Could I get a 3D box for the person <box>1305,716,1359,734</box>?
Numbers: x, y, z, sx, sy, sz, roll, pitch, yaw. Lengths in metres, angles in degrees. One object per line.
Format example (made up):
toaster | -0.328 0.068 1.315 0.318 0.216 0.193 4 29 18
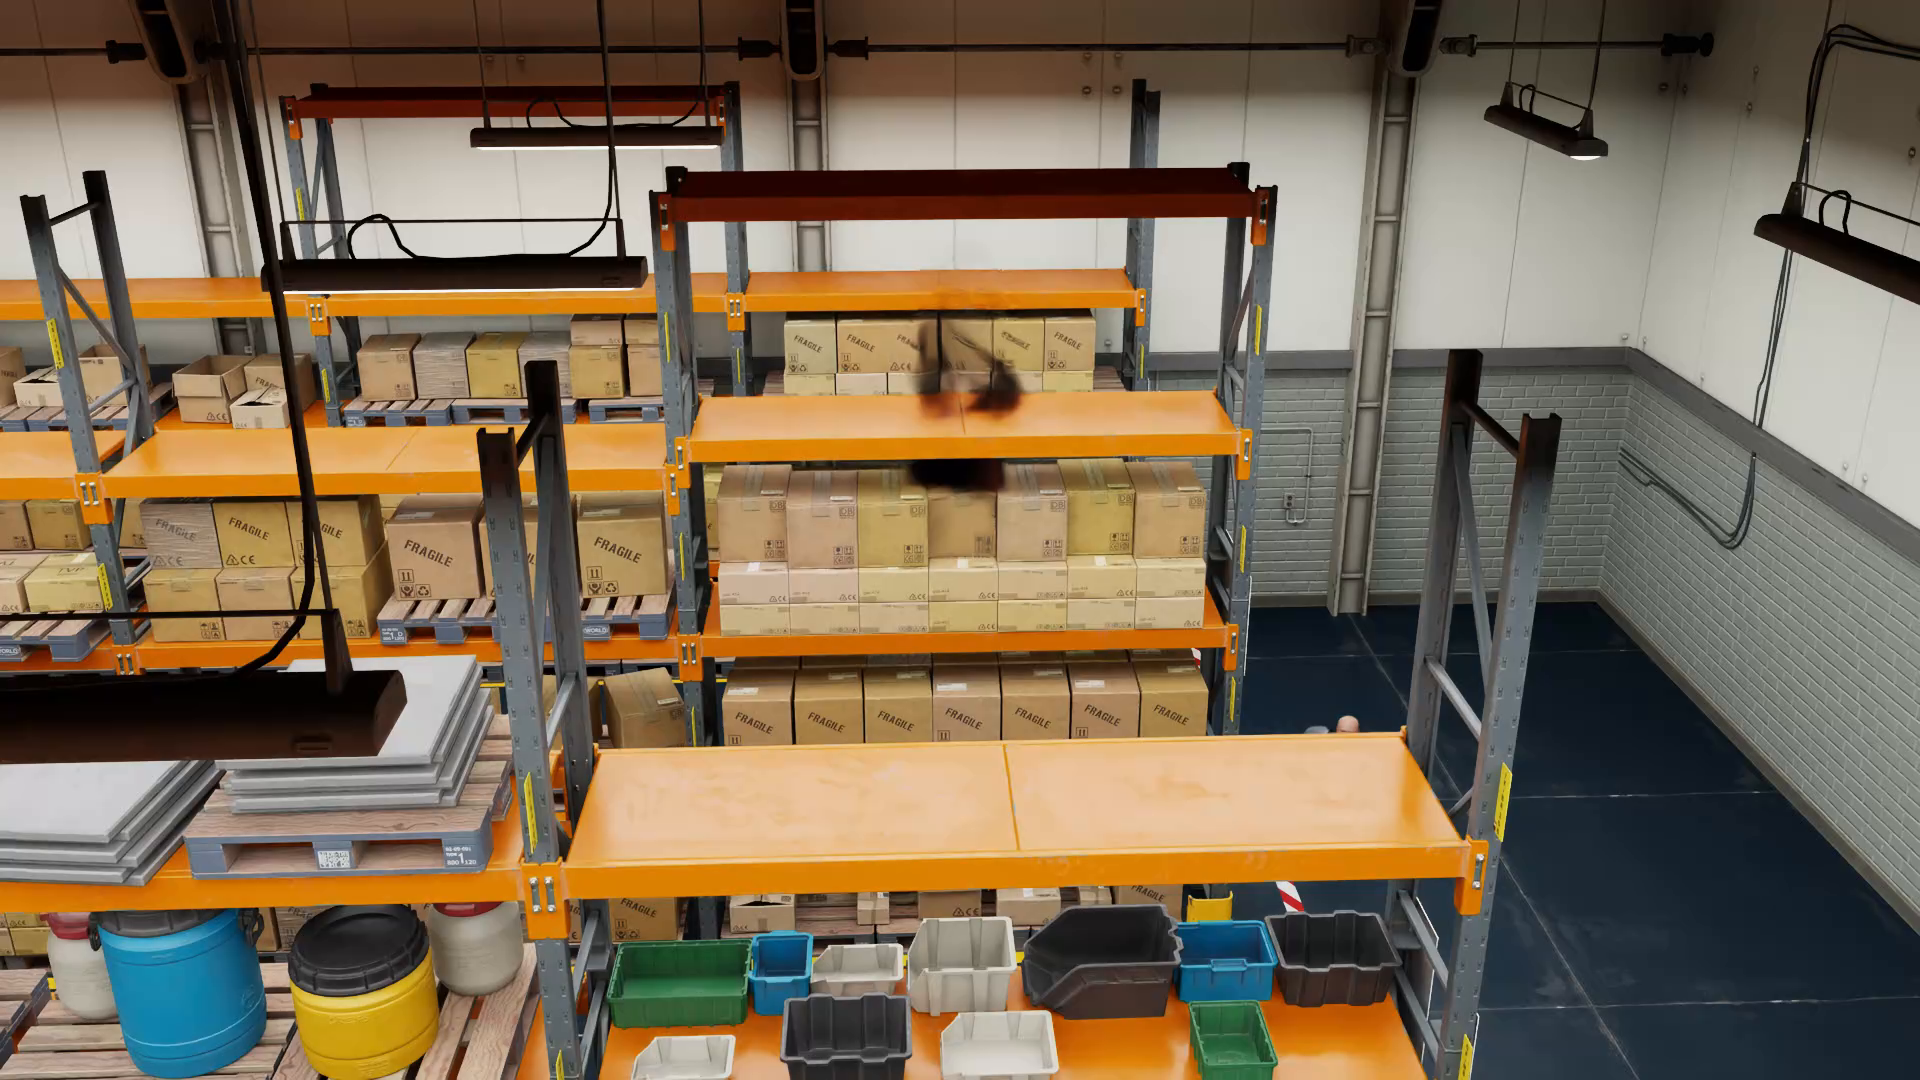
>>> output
person | 3.128 2.115 13.692 0.645 1.644 0.879 5 23 12
